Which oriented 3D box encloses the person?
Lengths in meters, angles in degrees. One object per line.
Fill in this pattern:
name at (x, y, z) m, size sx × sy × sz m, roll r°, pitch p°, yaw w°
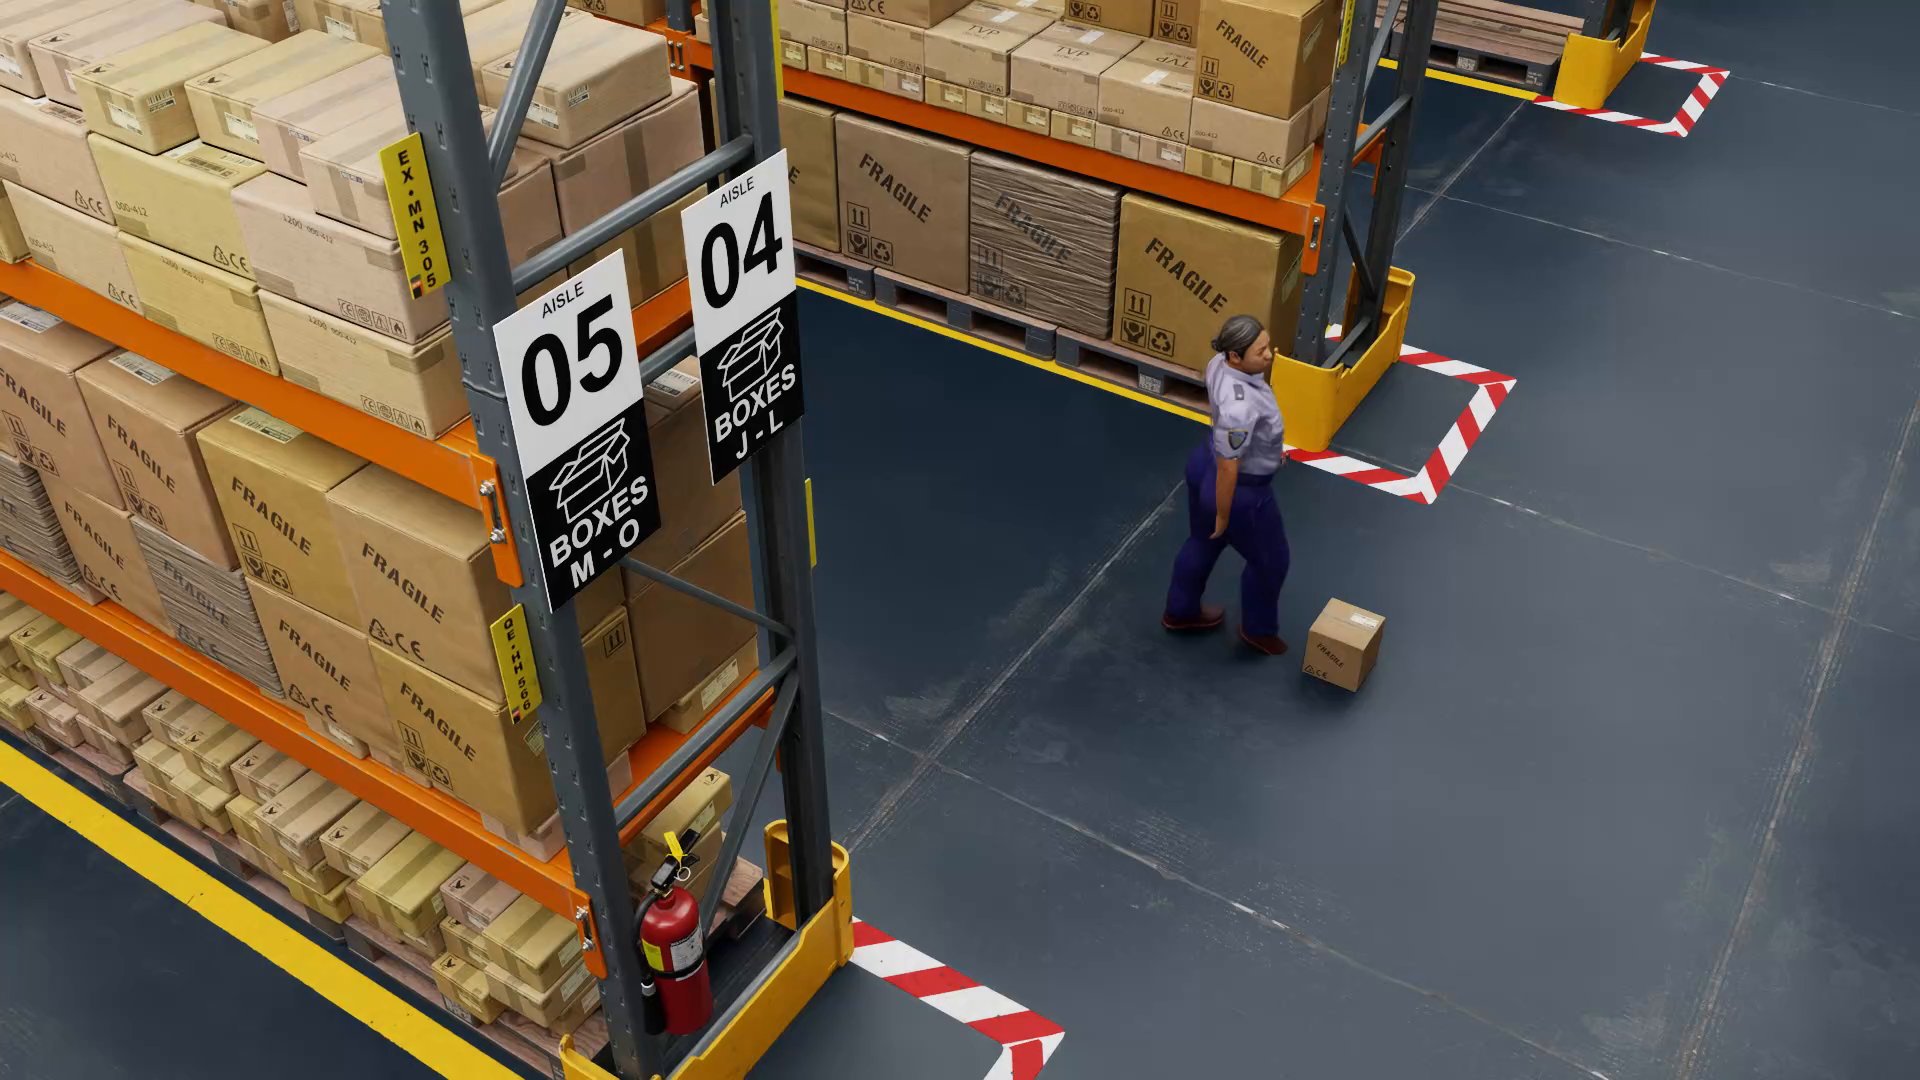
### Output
person at (1.268, -0.219, 6.983) m, size 0.756 × 1.639 × 0.507 m, roll -3°, pitch 39°, yaw -4°
